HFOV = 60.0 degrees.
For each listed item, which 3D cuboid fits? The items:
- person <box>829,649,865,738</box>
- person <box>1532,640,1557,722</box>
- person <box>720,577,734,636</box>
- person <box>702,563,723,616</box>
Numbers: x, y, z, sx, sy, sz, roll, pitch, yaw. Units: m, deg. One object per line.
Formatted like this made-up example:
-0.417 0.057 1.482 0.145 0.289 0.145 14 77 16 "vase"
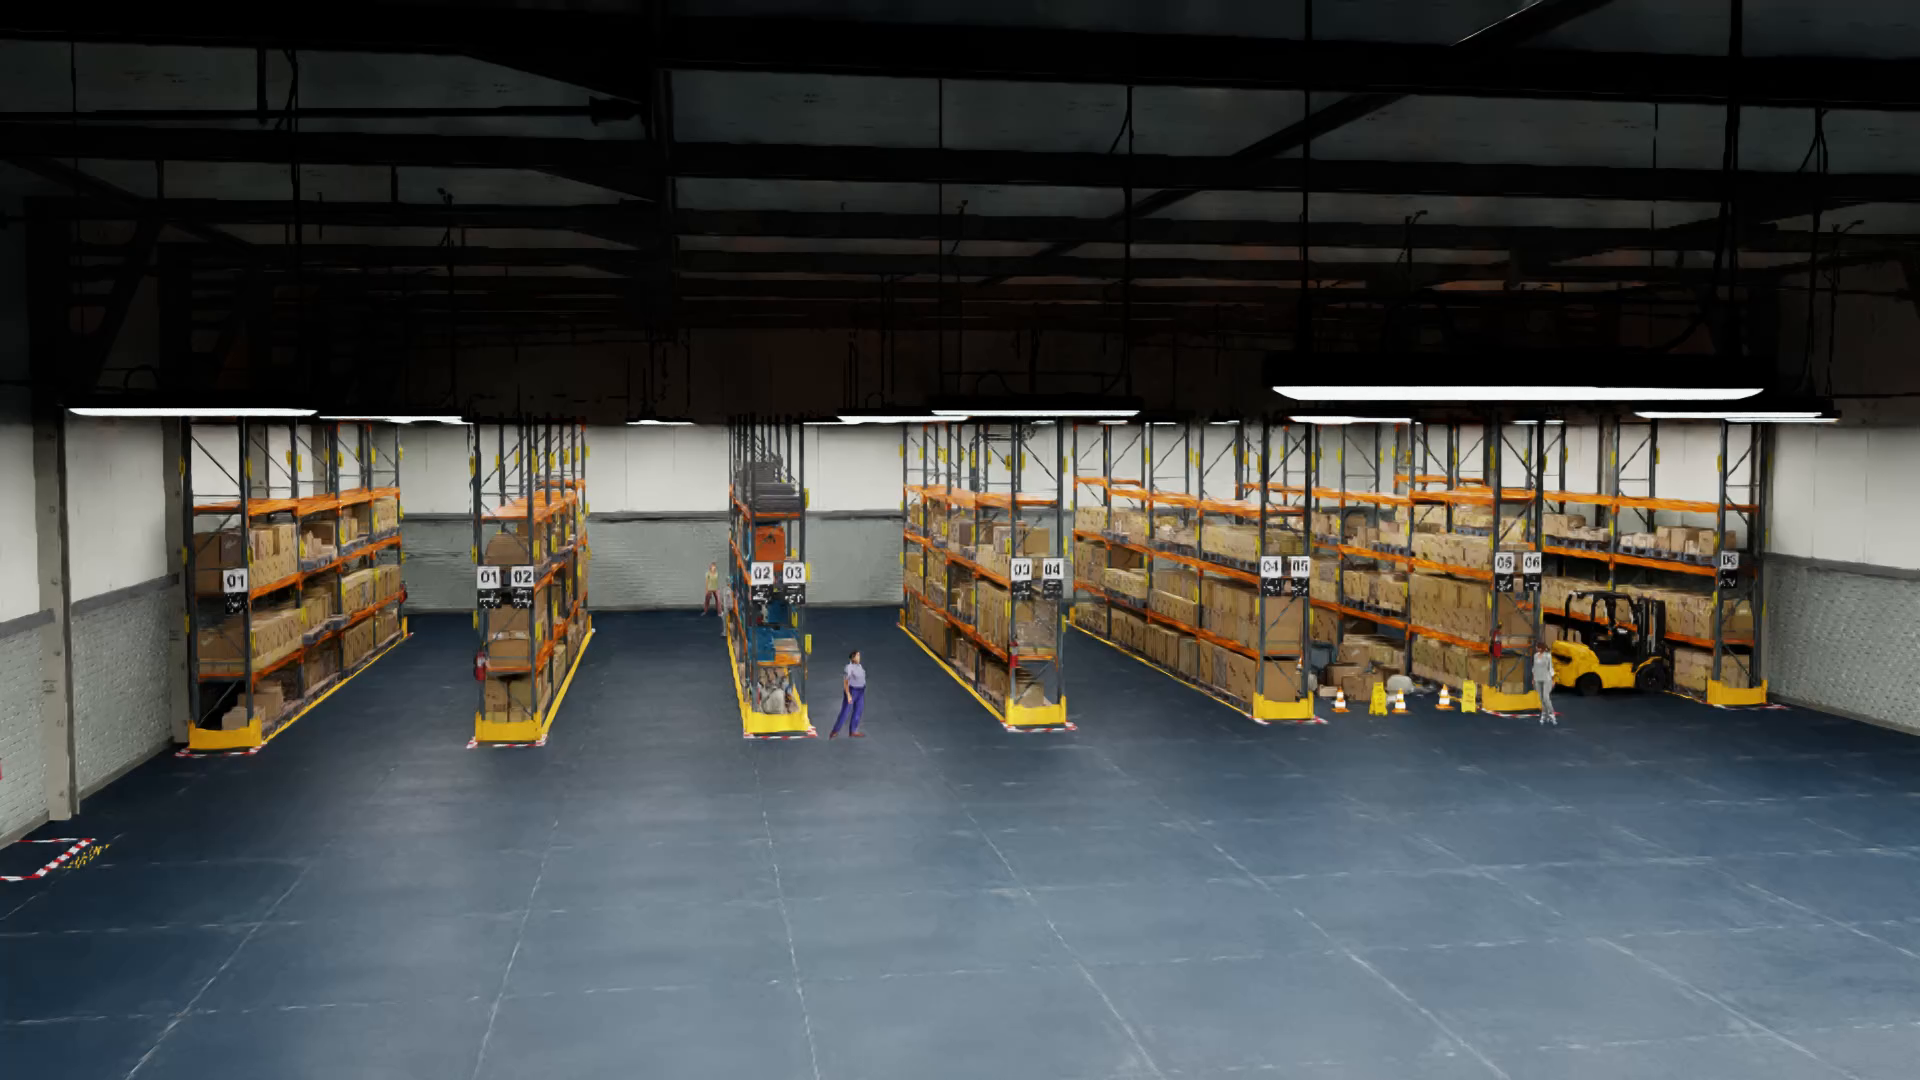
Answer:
-2.075 2.834 30.599 0.515 1.632 0.682 3 5 35 "person"
11.318 2.782 32.190 0.365 1.484 0.521 -3 5 -37 "person"
-6.262 1.802 45.677 0.521 1.622 0.947 1 4 13 "person"
-7.508 1.491 50.418 0.484 1.622 0.952 -2 5 -32 "person"
